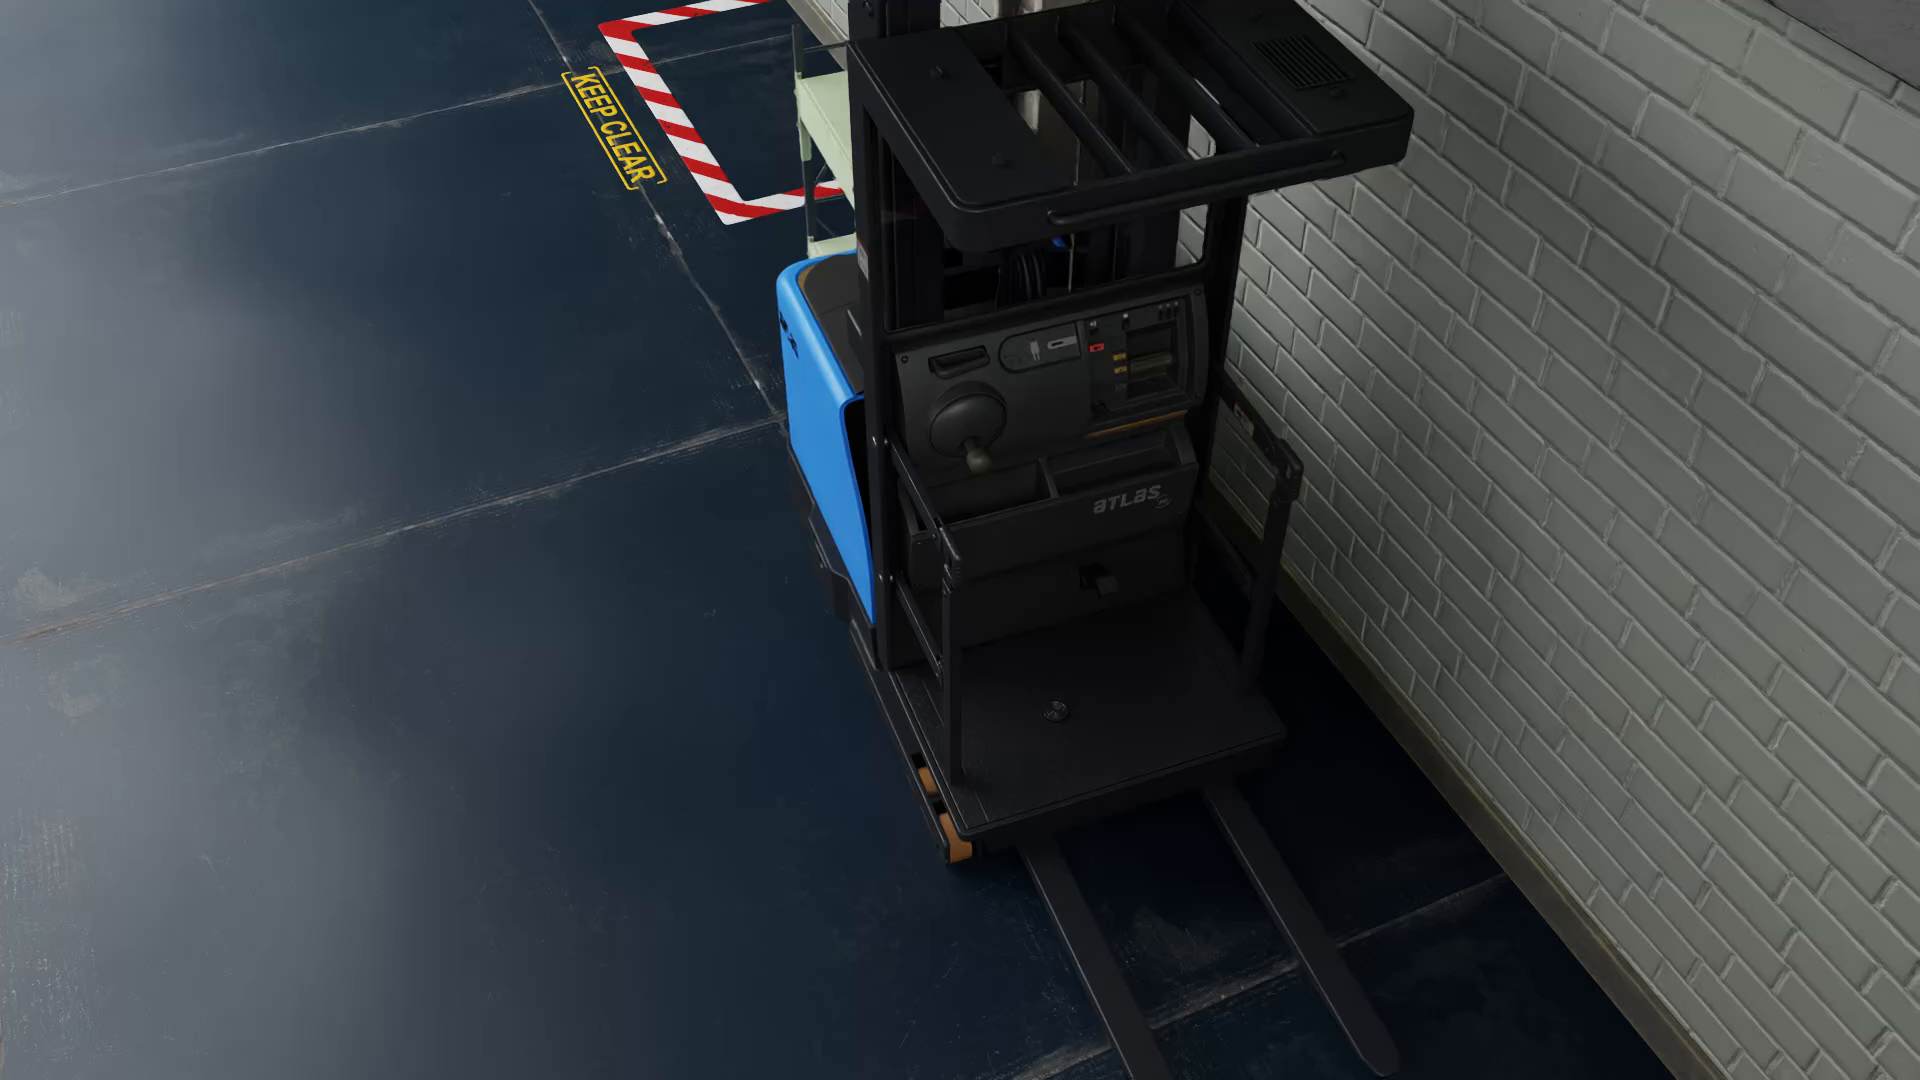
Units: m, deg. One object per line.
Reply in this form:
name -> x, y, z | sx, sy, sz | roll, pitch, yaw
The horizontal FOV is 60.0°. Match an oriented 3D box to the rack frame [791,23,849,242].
rack frame -> -0.417, -1.366, 6.566 | 0.400, 1.500, 0.023 | -15, 46, -14

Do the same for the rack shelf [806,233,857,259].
rack shelf -> -0.289, -0.893, 6.551 | 0.431, 0.370, 0.720 | -15, 46, -14

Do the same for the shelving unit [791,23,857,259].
shelving unit -> -0.289, -1.125, 6.322 | 0.431, 1.500, 0.755 | -15, 46, -14

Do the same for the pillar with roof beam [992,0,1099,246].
pillar with roof beam -> -3.567, -2.769, 2.649 | 9.100, 9.000, 0.400 | -18, 47, -17

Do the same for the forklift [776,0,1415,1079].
forklift -> 0.347, -0.368, 4.536 | 1.130, 2.935, 3.031 | -15, 46, -14

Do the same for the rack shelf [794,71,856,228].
rack shelf -> -0.289, -1.403, 6.048 | 0.431, 0.370, 0.720 | -15, 46, -14
